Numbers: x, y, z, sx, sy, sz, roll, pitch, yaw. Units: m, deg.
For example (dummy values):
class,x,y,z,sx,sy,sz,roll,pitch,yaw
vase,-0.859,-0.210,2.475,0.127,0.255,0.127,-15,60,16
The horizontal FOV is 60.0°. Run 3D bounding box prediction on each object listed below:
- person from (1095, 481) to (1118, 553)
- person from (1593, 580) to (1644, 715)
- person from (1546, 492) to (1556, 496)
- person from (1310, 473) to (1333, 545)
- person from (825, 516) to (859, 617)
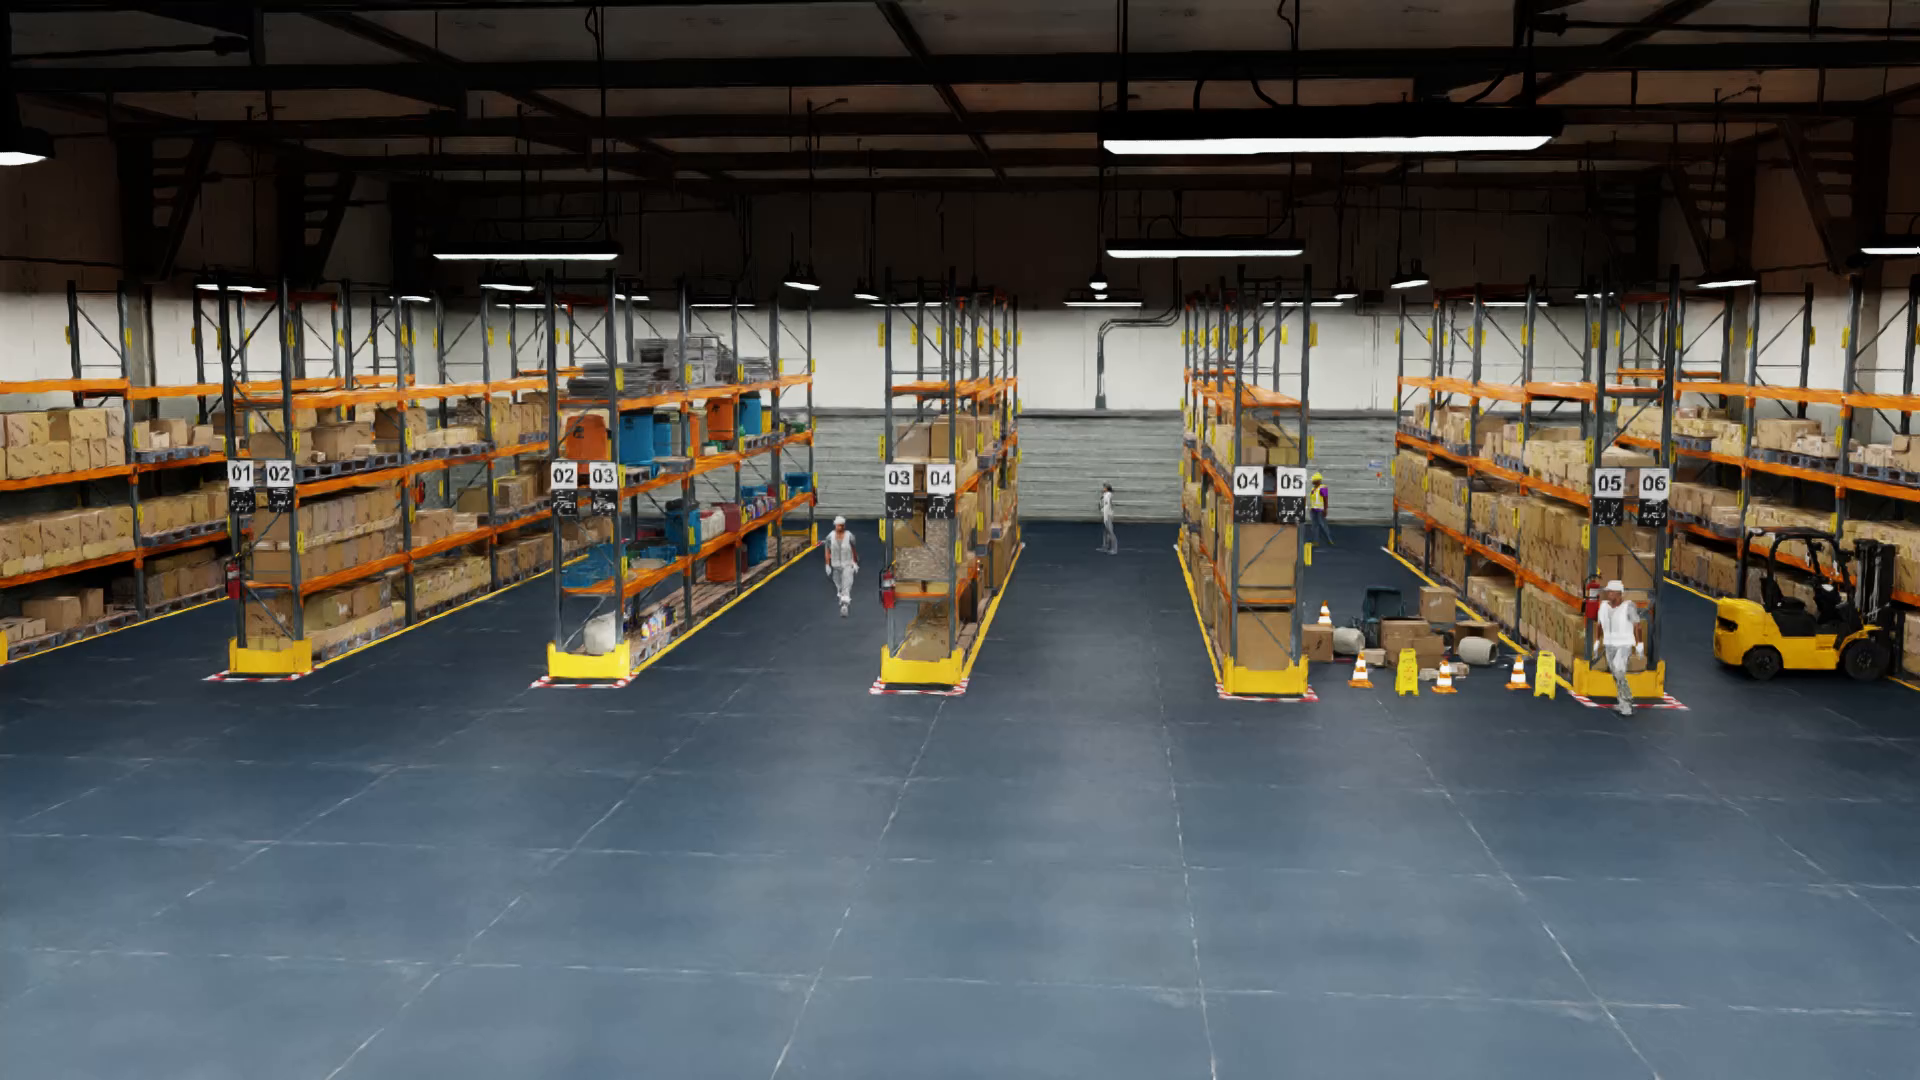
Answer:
class,x,y,z,sx,sy,sz,roll,pitch,yaw
person,3.428,-0.544,38.822,0.559,1.665,0.653,1,7,9
person,8.820,1.412,22.270,0.485,1.767,0.641,-4,8,-31
person,14.380,-0.752,40.286,0.716,1.738,0.571,-3,7,-22
person,8.737,-0.755,40.319,0.550,1.758,0.646,-3,8,-24
person,-2.043,0.425,28.460,0.553,1.705,1.133,1,7,8
